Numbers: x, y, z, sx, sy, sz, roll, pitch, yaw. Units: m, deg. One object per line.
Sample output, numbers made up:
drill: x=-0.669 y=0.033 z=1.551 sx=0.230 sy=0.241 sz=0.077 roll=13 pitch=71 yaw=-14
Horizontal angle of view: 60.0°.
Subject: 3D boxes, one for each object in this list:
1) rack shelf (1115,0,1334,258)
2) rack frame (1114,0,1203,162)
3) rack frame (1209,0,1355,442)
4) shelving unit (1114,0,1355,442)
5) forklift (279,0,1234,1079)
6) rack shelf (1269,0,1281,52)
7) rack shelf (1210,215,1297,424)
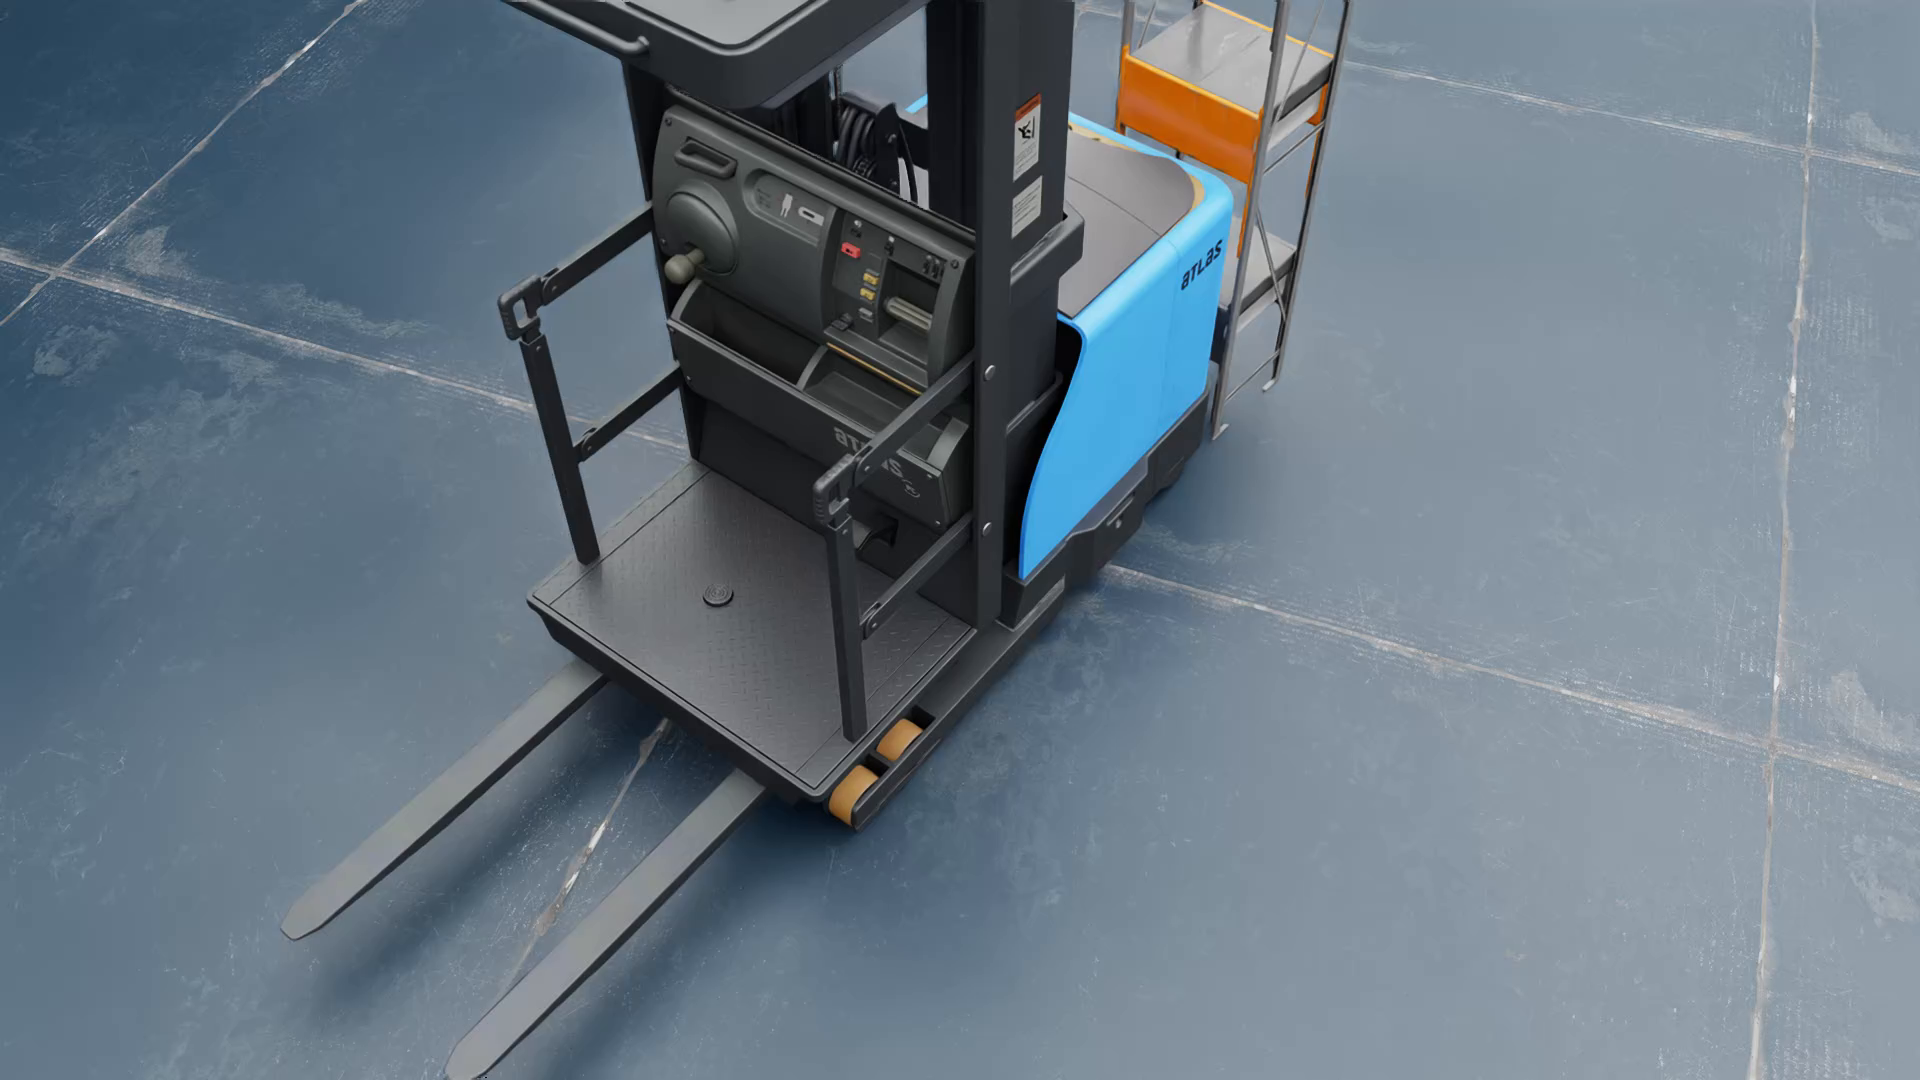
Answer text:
rack shelf: x=0.781 y=-1.244 z=4.957 sx=0.480 sy=0.518 sz=0.431 roll=33 pitch=57 yaw=25
rack frame: x=0.597 y=-1.373 z=5.051 sx=0.015 sy=2.100 sz=0.400 roll=33 pitch=57 yaw=25
rack frame: x=0.966 y=-1.132 z=4.842 sx=0.015 sy=2.100 sz=0.400 roll=33 pitch=57 yaw=25
shelving unit: x=0.781 y=-1.253 z=4.946 sx=0.503 sy=2.100 sz=0.431 roll=33 pitch=57 yaw=25
forklift: x=-0.503 y=-0.605 z=3.835 sx=1.130 sy=2.935 sz=3.031 roll=30 pitch=56 yaw=24
rack shelf: x=0.781 y=-1.702 z=4.428 sx=0.480 sy=0.518 sz=0.431 roll=33 pitch=57 yaw=25
rack shelf: x=0.781 y=-0.785 z=5.486 sx=0.480 sy=0.518 sz=0.431 roll=33 pitch=57 yaw=25
